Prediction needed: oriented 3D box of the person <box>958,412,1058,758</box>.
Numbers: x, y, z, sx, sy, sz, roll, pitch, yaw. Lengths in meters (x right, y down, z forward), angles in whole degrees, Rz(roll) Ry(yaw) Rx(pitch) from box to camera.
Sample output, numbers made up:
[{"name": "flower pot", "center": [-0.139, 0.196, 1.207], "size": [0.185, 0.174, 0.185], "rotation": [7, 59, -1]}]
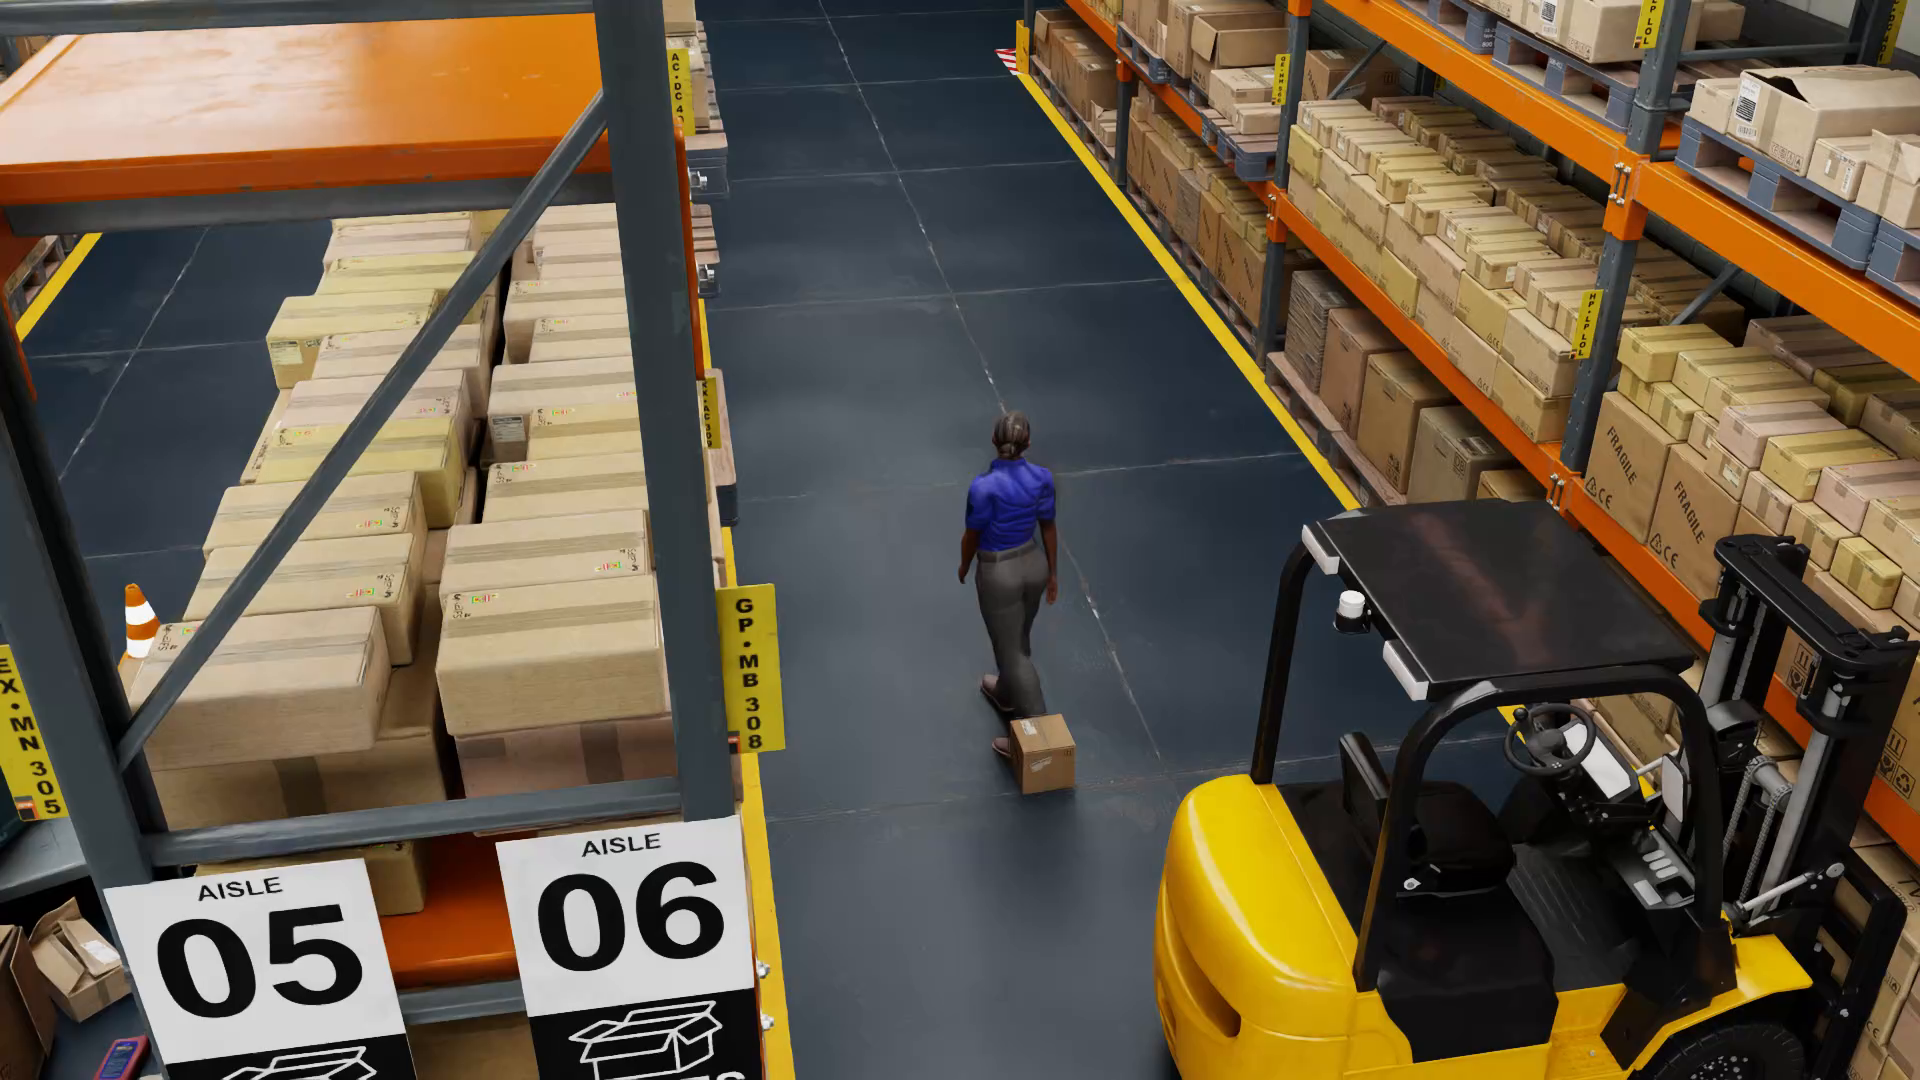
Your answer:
[{"name": "person", "center": [0.253, 0.192, 7.807], "size": [0.482, 1.645, 0.692], "rotation": [-19, 36, -29]}]
